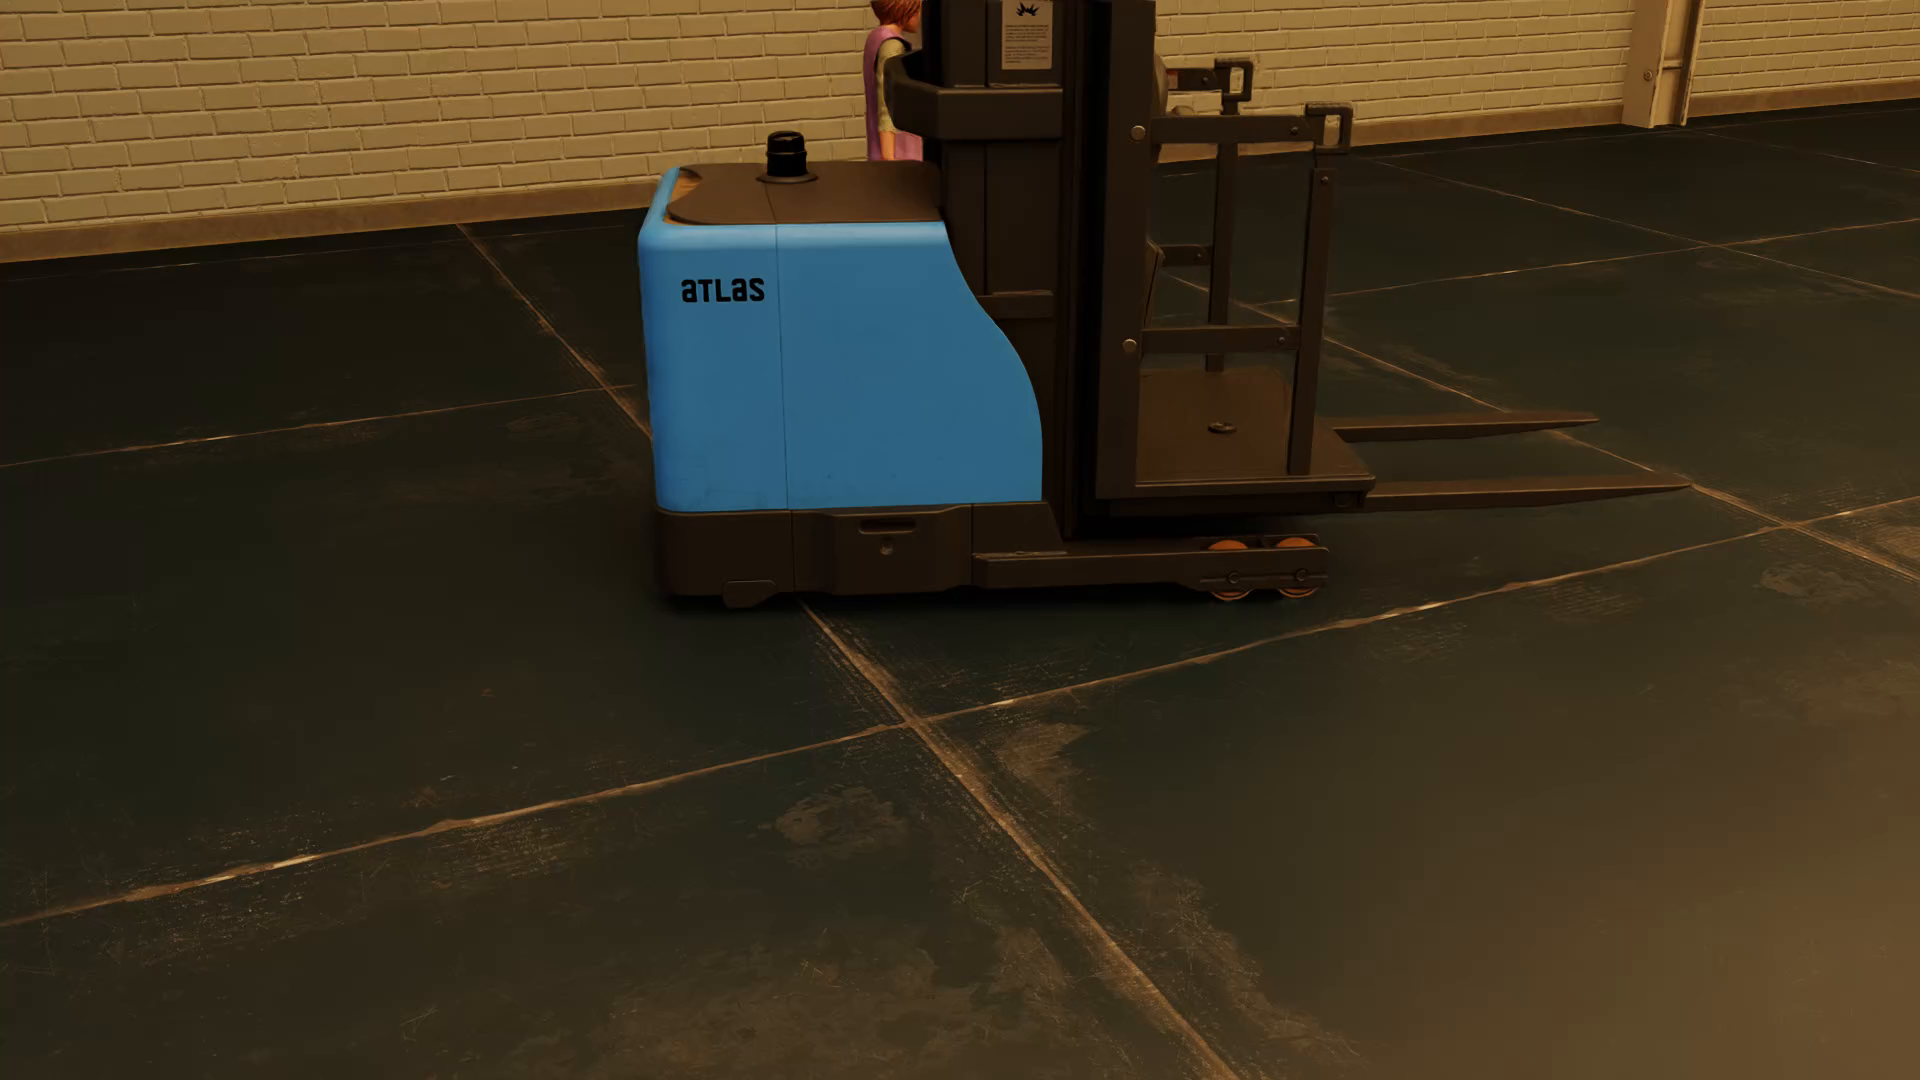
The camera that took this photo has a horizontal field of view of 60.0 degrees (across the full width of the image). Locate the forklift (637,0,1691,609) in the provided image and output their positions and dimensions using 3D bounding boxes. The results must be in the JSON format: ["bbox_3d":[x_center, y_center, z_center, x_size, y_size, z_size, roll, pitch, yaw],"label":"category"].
[{"bbox_3d":[0.627,-1.384,4.617,3.031,2.935,1.130,-2,23,-5],"label":"forklift"}]

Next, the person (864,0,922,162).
[{"bbox_3d":[-0.287,-1.512,6.779,0.447,1.520,0.745,-2,23,-5],"label":"person"}]
